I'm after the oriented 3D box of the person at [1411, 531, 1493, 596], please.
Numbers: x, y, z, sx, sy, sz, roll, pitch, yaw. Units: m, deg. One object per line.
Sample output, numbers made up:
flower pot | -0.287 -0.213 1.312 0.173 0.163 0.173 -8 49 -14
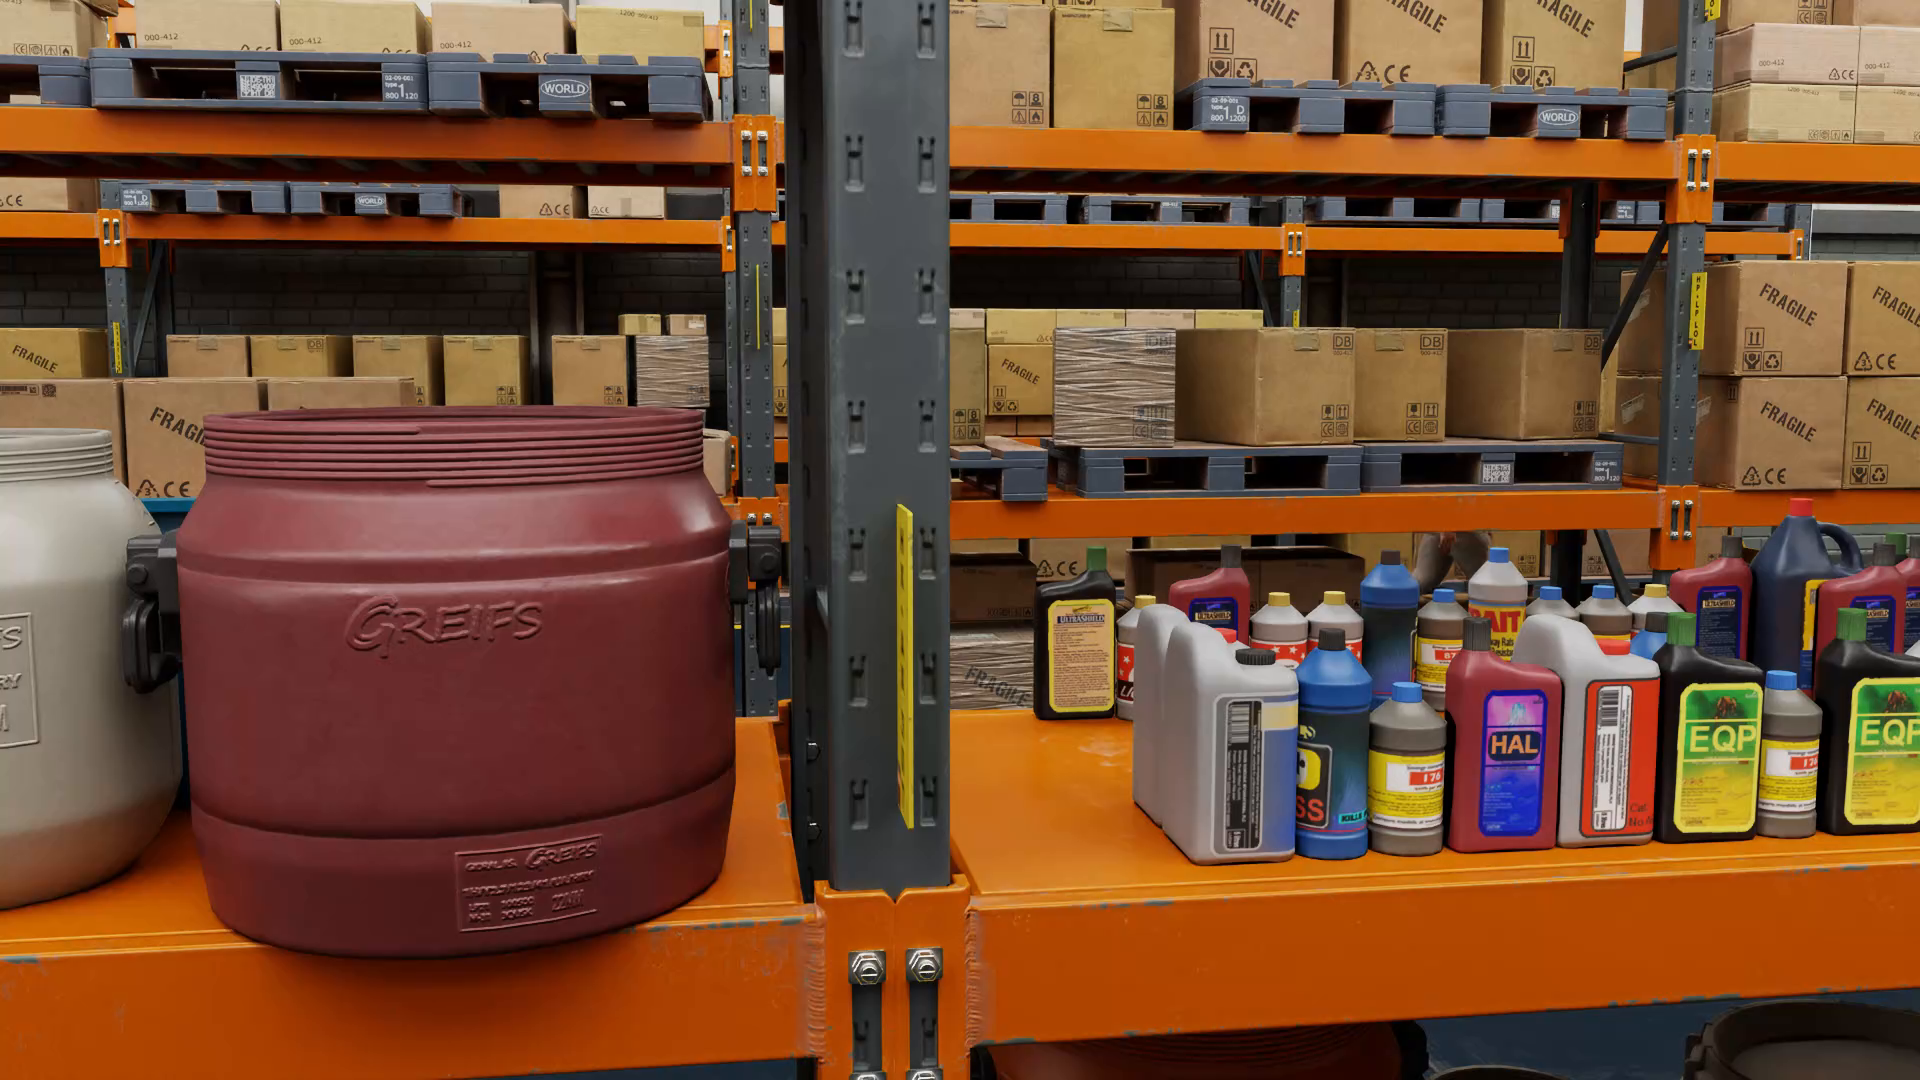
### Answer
person | 3.169 -0.126 10.323 1.038 1.660 0.602 1 6 6
